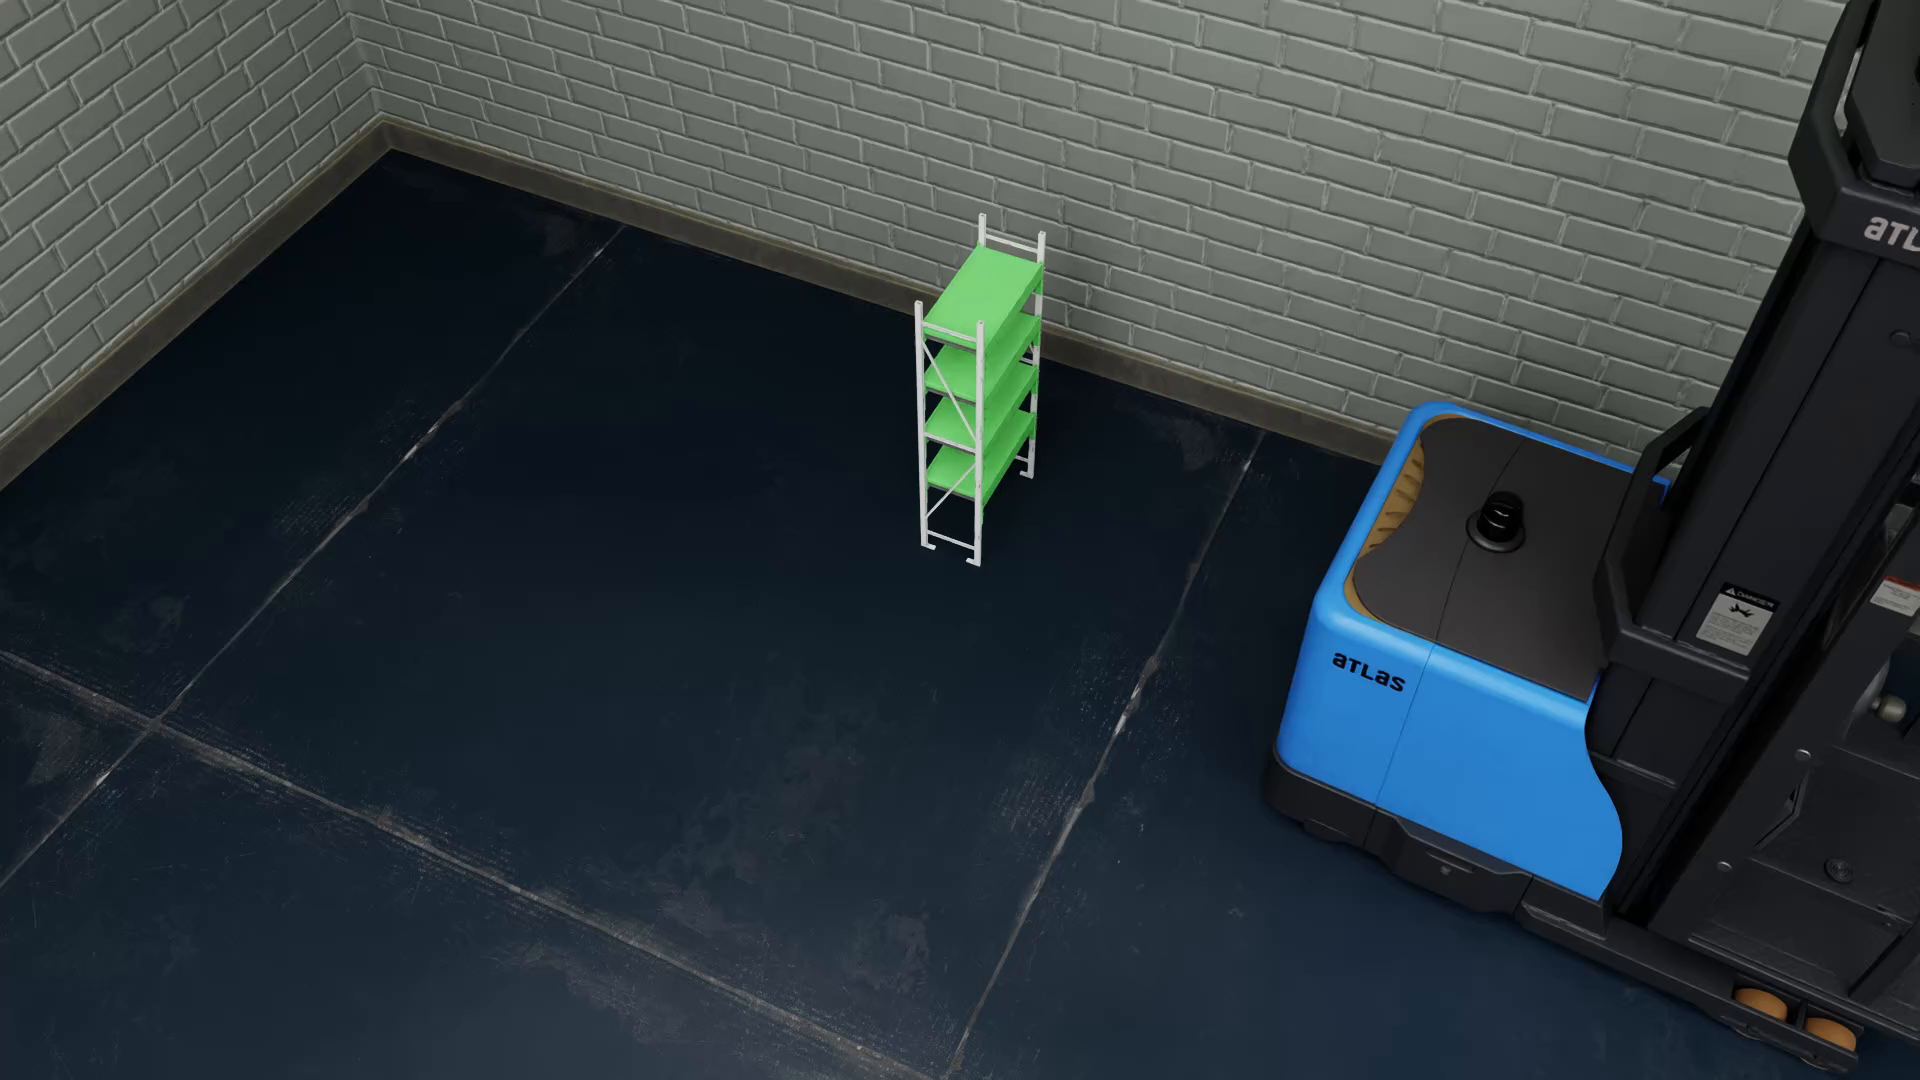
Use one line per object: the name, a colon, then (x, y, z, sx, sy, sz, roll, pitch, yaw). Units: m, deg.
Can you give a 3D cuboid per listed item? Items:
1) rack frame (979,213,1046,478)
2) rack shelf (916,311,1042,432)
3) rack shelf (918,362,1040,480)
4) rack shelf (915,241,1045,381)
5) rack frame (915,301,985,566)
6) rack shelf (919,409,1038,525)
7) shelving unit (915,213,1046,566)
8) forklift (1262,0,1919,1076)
rack frame: (0.175, -0.671, 6.033, 0.240, 1.200, 0.015, 20, 52, 16)
rack shelf: (0.071, -0.617, 5.756, 0.258, 0.148, 0.480, 20, 52, 16)
rack shelf: (0.071, -0.461, 5.939, 0.258, 0.148, 0.480, 20, 52, 16)
rack shelf: (0.071, -0.772, 5.573, 0.258, 0.148, 0.480, 20, 52, 16)
rack frame: (-0.034, -0.335, 5.747, 0.240, 1.200, 0.015, 20, 52, 16)
rack shelf: (0.071, -0.306, 6.121, 0.258, 0.148, 0.480, 20, 52, 16)
shelving unit: (0.071, -0.503, 5.890, 0.258, 1.200, 0.503, 20, 52, 16)
forklift: (2.534, 0.146, 4.201, 3.031, 2.935, 1.130, 22, 53, 18)
